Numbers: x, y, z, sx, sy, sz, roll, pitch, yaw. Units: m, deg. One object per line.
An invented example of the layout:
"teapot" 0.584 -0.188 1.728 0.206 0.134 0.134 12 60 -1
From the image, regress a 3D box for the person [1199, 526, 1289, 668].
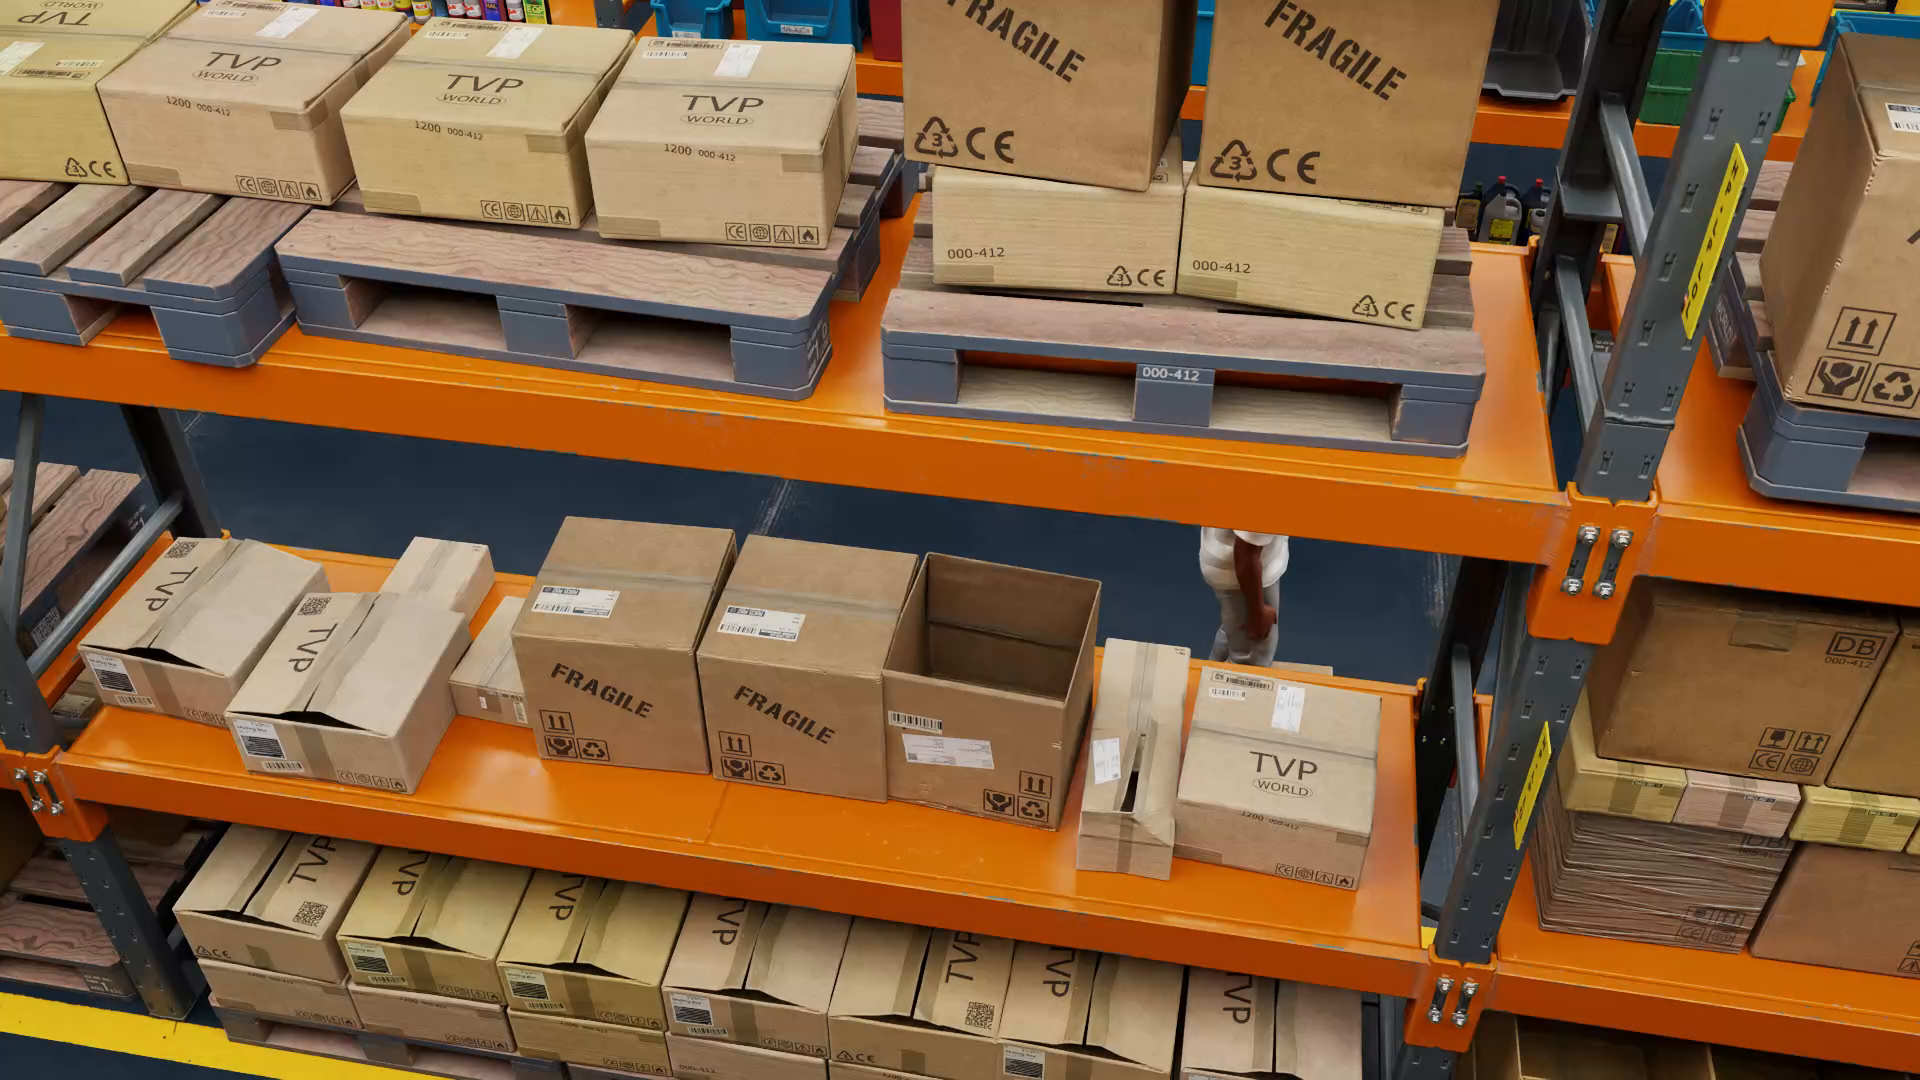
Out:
"person" 1.093 0.071 6.060 0.461 1.760 0.625 6 41 7
